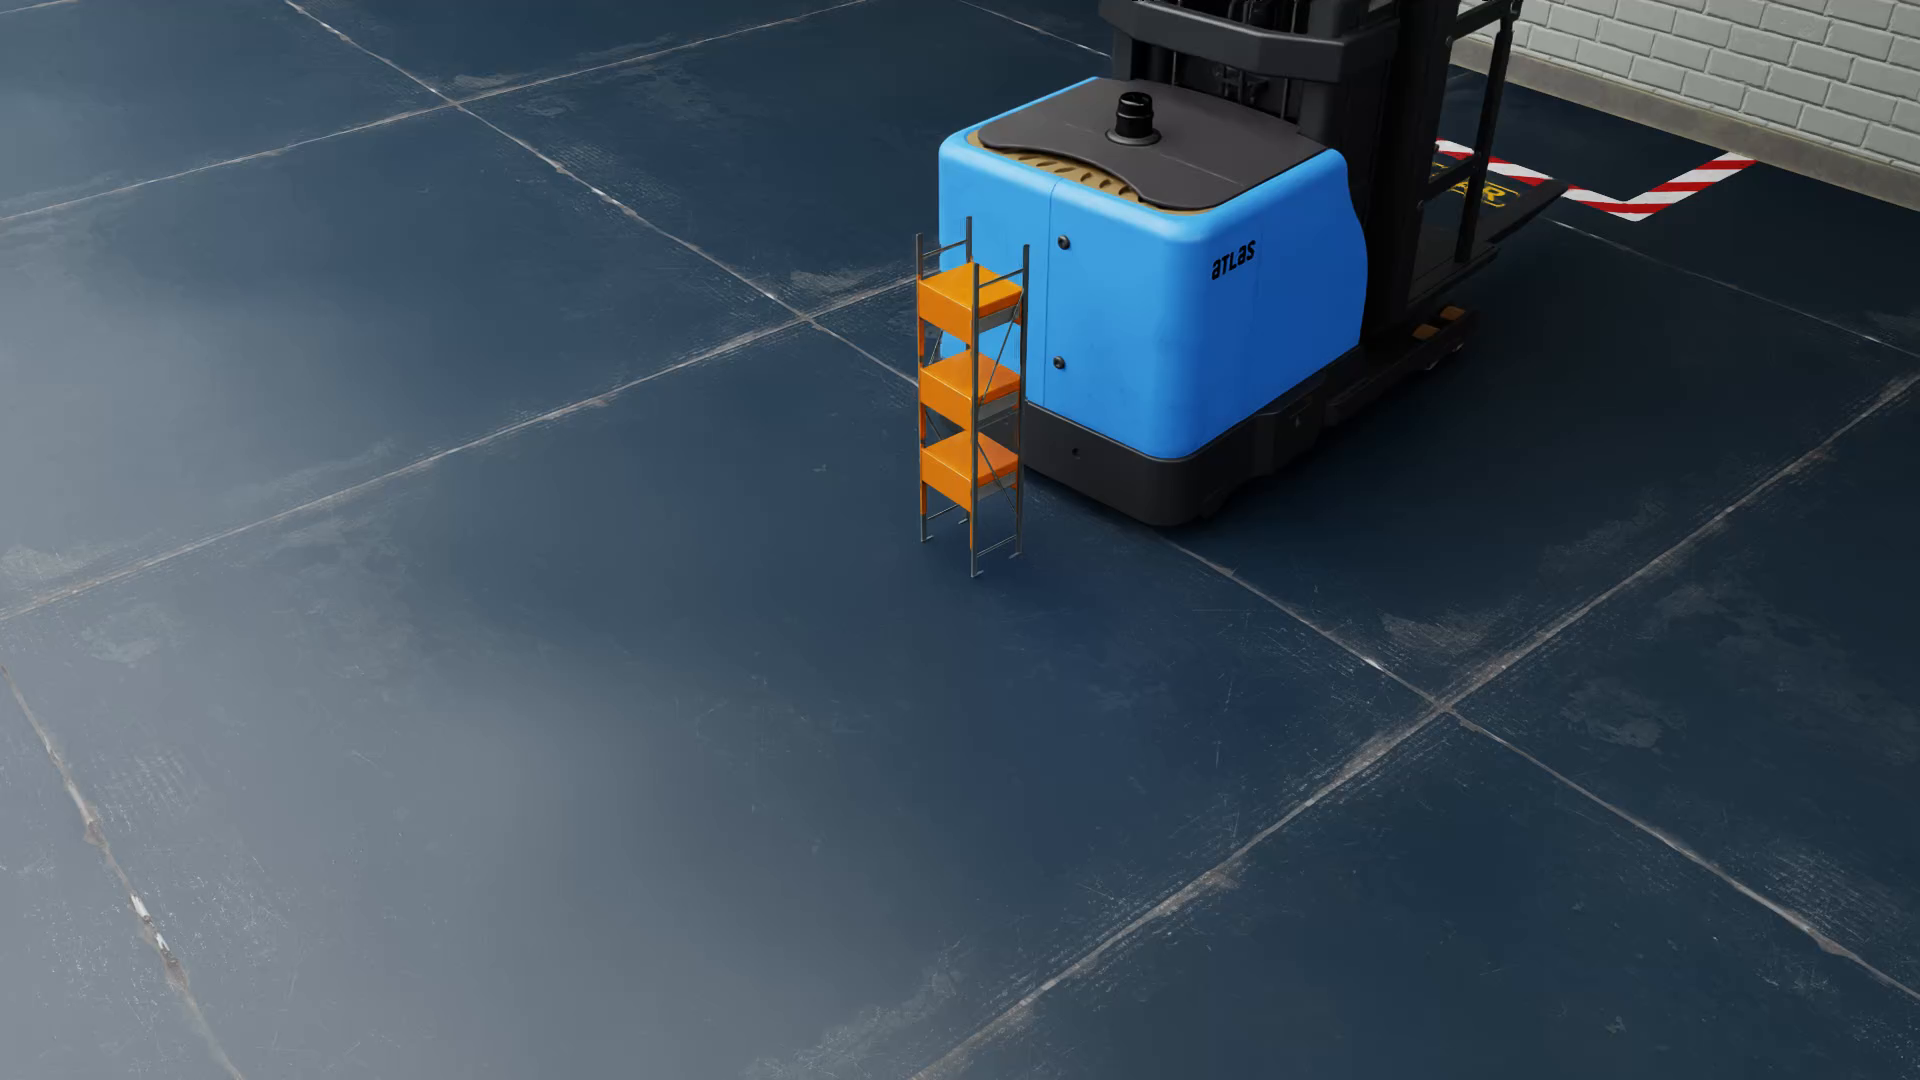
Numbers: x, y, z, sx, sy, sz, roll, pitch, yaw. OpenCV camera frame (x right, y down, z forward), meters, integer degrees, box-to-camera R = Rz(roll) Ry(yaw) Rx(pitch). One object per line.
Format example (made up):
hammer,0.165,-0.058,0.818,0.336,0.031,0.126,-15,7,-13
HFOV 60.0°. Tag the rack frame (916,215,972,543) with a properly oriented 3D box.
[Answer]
rack frame,-0.044,-0.459,4.989,0.200,1.050,0.008,-26,43,-32

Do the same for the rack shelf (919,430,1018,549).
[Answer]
rack shelf,0.035,-0.169,5.080,0.215,0.259,0.240,-26,43,-32

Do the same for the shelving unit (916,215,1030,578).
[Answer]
shelving unit,0.035,-0.405,4.913,0.215,1.050,0.252,-26,43,-32

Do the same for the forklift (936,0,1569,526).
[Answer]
forklift,1.287,-2.002,5.540,1.130,2.935,3.031,28,44,34

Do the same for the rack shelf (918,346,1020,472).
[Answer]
rack shelf,0.035,-0.396,4.919,0.215,0.259,0.240,-26,43,-32

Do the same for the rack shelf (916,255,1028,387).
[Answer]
rack shelf,0.035,-0.628,4.755,0.215,0.259,0.240,-26,43,-32

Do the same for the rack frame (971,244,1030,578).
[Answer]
rack frame,0.113,-0.351,4.837,0.200,1.050,0.008,-26,43,-32
